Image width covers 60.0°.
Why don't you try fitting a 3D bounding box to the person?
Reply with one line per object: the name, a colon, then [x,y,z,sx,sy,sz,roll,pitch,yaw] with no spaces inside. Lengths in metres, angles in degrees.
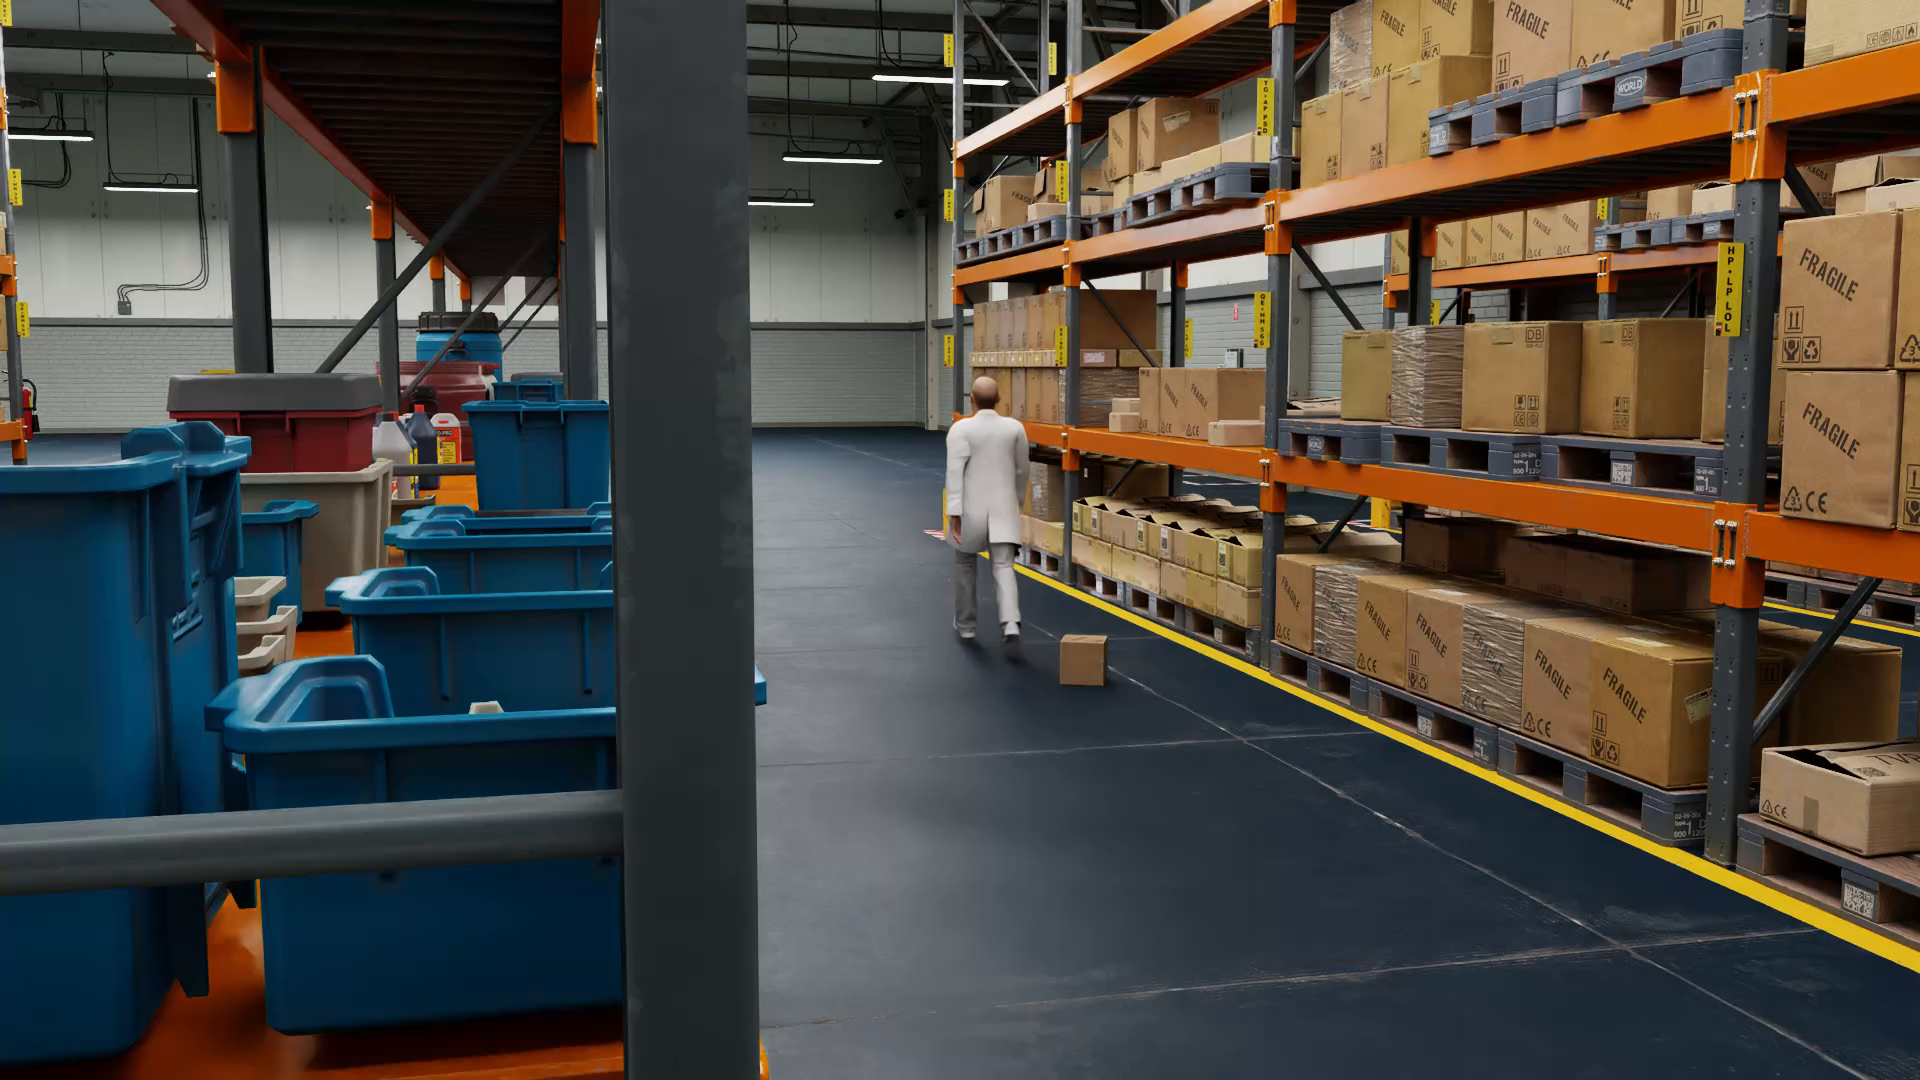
person: [0.175,-0.189,10.726,0.580,1.726,1.138,-1,6,-8]
